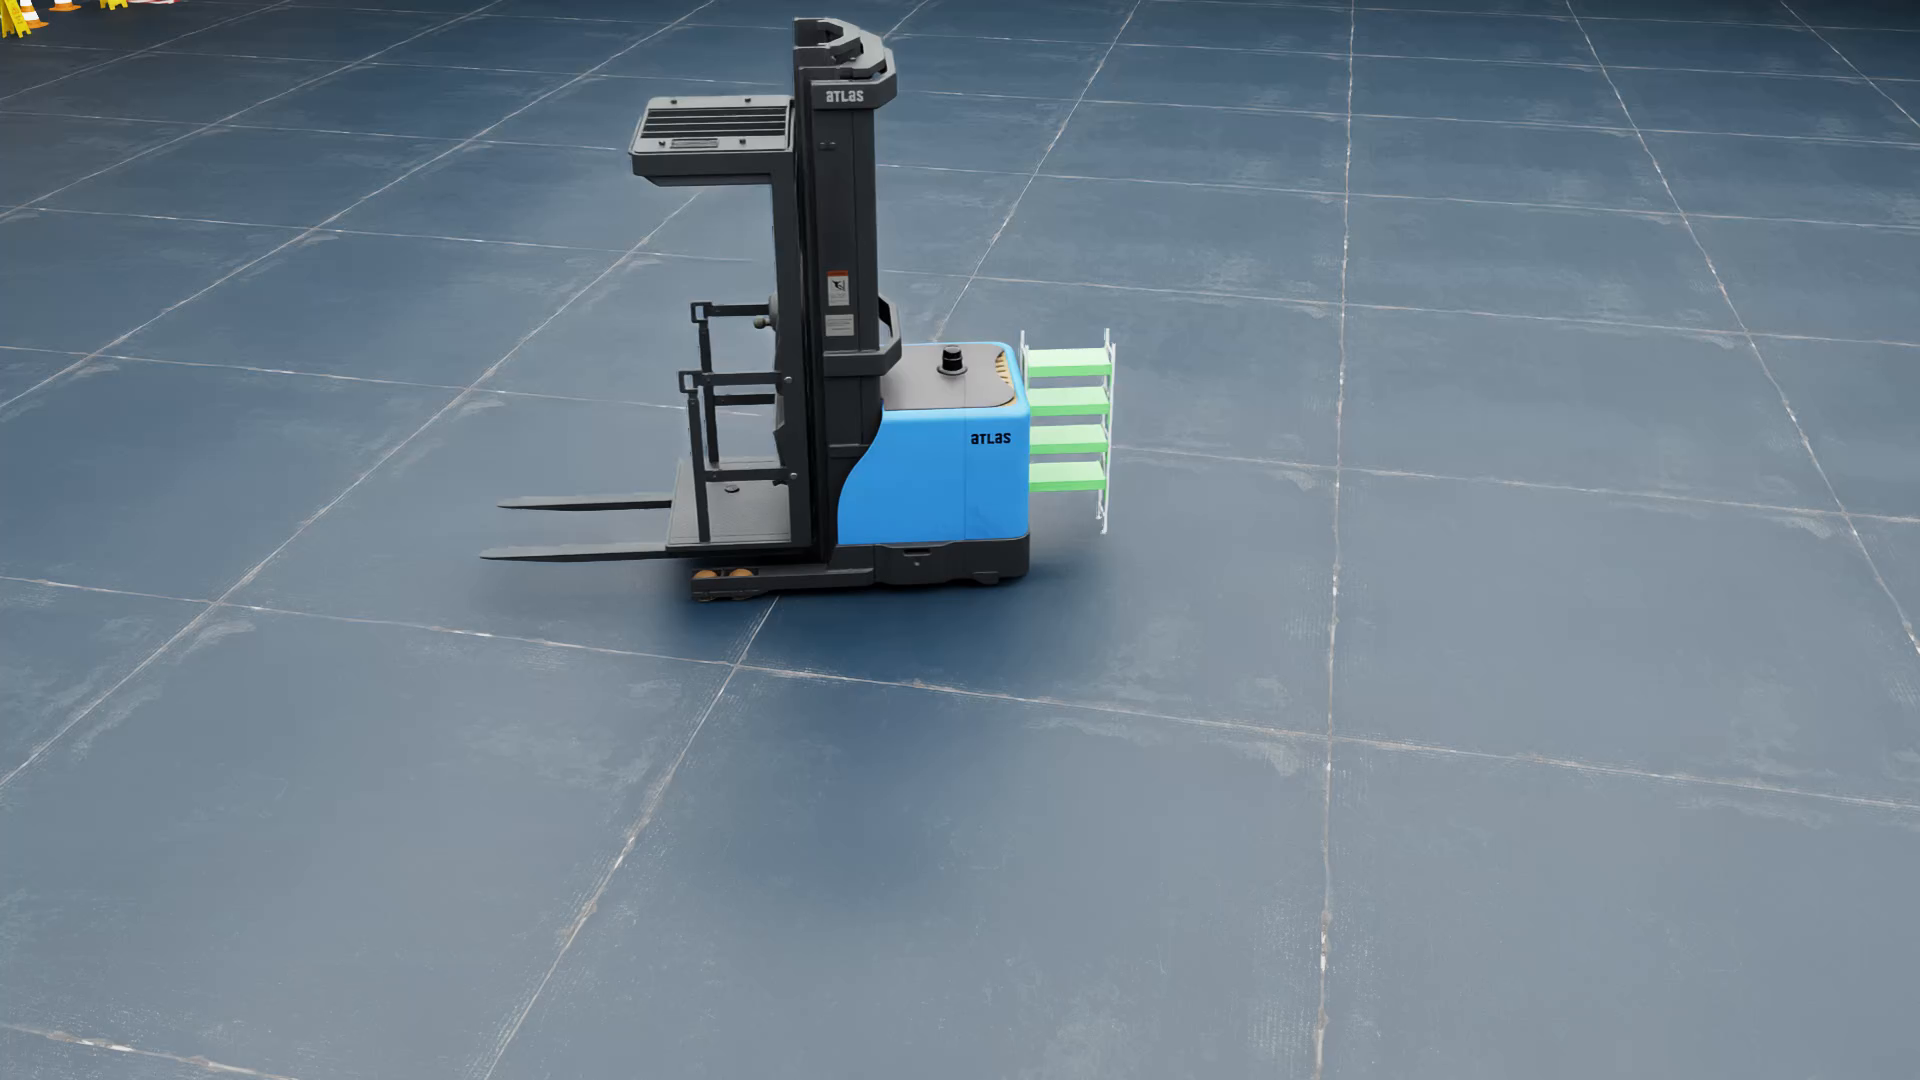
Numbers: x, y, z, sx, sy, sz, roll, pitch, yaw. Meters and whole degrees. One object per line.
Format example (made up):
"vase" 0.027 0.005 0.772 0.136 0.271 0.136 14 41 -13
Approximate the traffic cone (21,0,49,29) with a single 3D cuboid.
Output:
"traffic cone" -12.498 -7.128 22.289 0.334 0.463 0.336 6 29 11

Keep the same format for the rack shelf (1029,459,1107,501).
"rack shelf" 0.605 -0.344 9.762 0.480 0.148 0.258 -2 29 -4

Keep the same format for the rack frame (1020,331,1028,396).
"rack frame" 0.361 -0.601 9.599 0.015 1.200 0.240 -2 29 -4

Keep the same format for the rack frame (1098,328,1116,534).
"rack frame" 0.848 -0.620 9.633 0.015 1.200 0.240 -2 29 -4

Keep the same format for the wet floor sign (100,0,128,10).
"wet floor sign" -11.946 -7.805 23.335 0.232 0.644 0.267 17 33 28

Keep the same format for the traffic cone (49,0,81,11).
"traffic cone" -12.599 -7.684 23.303 0.334 0.463 0.336 6 29 11

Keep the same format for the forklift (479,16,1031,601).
"forklift" -1.155 -1.214 8.915 3.031 2.935 1.130 -2 29 -4

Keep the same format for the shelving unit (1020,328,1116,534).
"shelving unit" 0.605 -0.611 9.616 0.503 1.200 0.258 -2 29 -4

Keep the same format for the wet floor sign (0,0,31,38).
"wet floor sign" -12.402 -6.919 21.716 0.232 0.644 0.267 1 29 2

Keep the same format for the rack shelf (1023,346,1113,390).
"rack shelf" 0.605 -0.976 9.416 0.480 0.148 0.258 -2 29 -4

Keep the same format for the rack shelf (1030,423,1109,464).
"rack shelf" 0.605 -0.555 9.647 0.480 0.148 0.258 -2 29 -4

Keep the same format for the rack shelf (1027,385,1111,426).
"rack shelf" 0.605 -0.765 9.531 0.480 0.148 0.258 -2 29 -4
